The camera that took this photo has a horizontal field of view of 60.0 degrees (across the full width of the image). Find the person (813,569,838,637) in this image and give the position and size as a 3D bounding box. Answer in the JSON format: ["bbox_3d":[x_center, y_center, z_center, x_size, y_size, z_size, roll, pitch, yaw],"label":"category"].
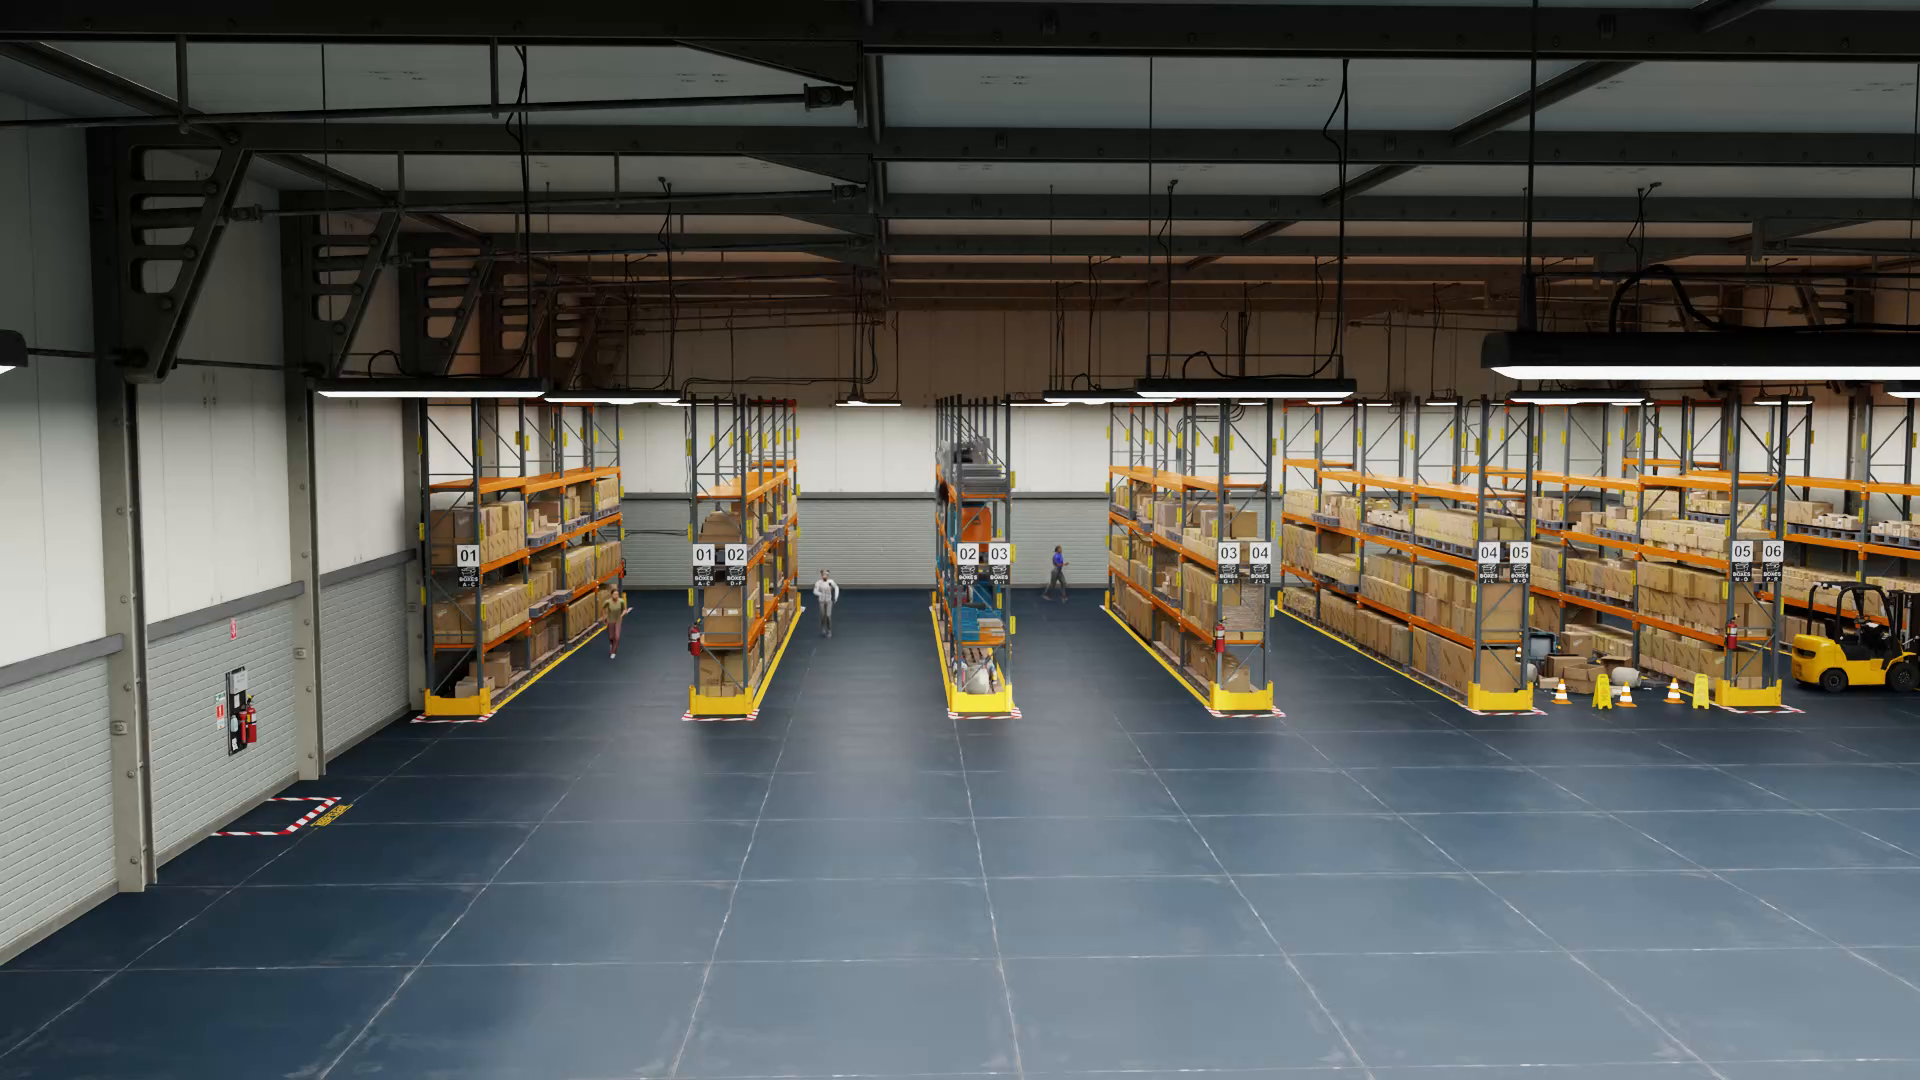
[{"bbox_3d":[-3.381,1.602,41.922,0.618,1.770,0.730,0,4,-2],"label":"person"}]

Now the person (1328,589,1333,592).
[{"bbox_3d":[11.009,1.122,48.413,0.655,1.662,0.795,-4,6,-41],"label":"person"}]

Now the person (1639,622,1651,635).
[{"bbox_3d":[16.999,1.694,41.028,0.602,1.619,0.789,-1,5,-18],"label":"person"}]

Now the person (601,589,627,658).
[{"bbox_3d":[-7.967,1.911,38.355,0.567,1.601,0.647,-2,5,-21],"label":"person"}]

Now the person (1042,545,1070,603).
[{"bbox_3d":[2.857,1.009,49.309,0.860,1.705,0.569,2,5,20],"label":"person"}]
